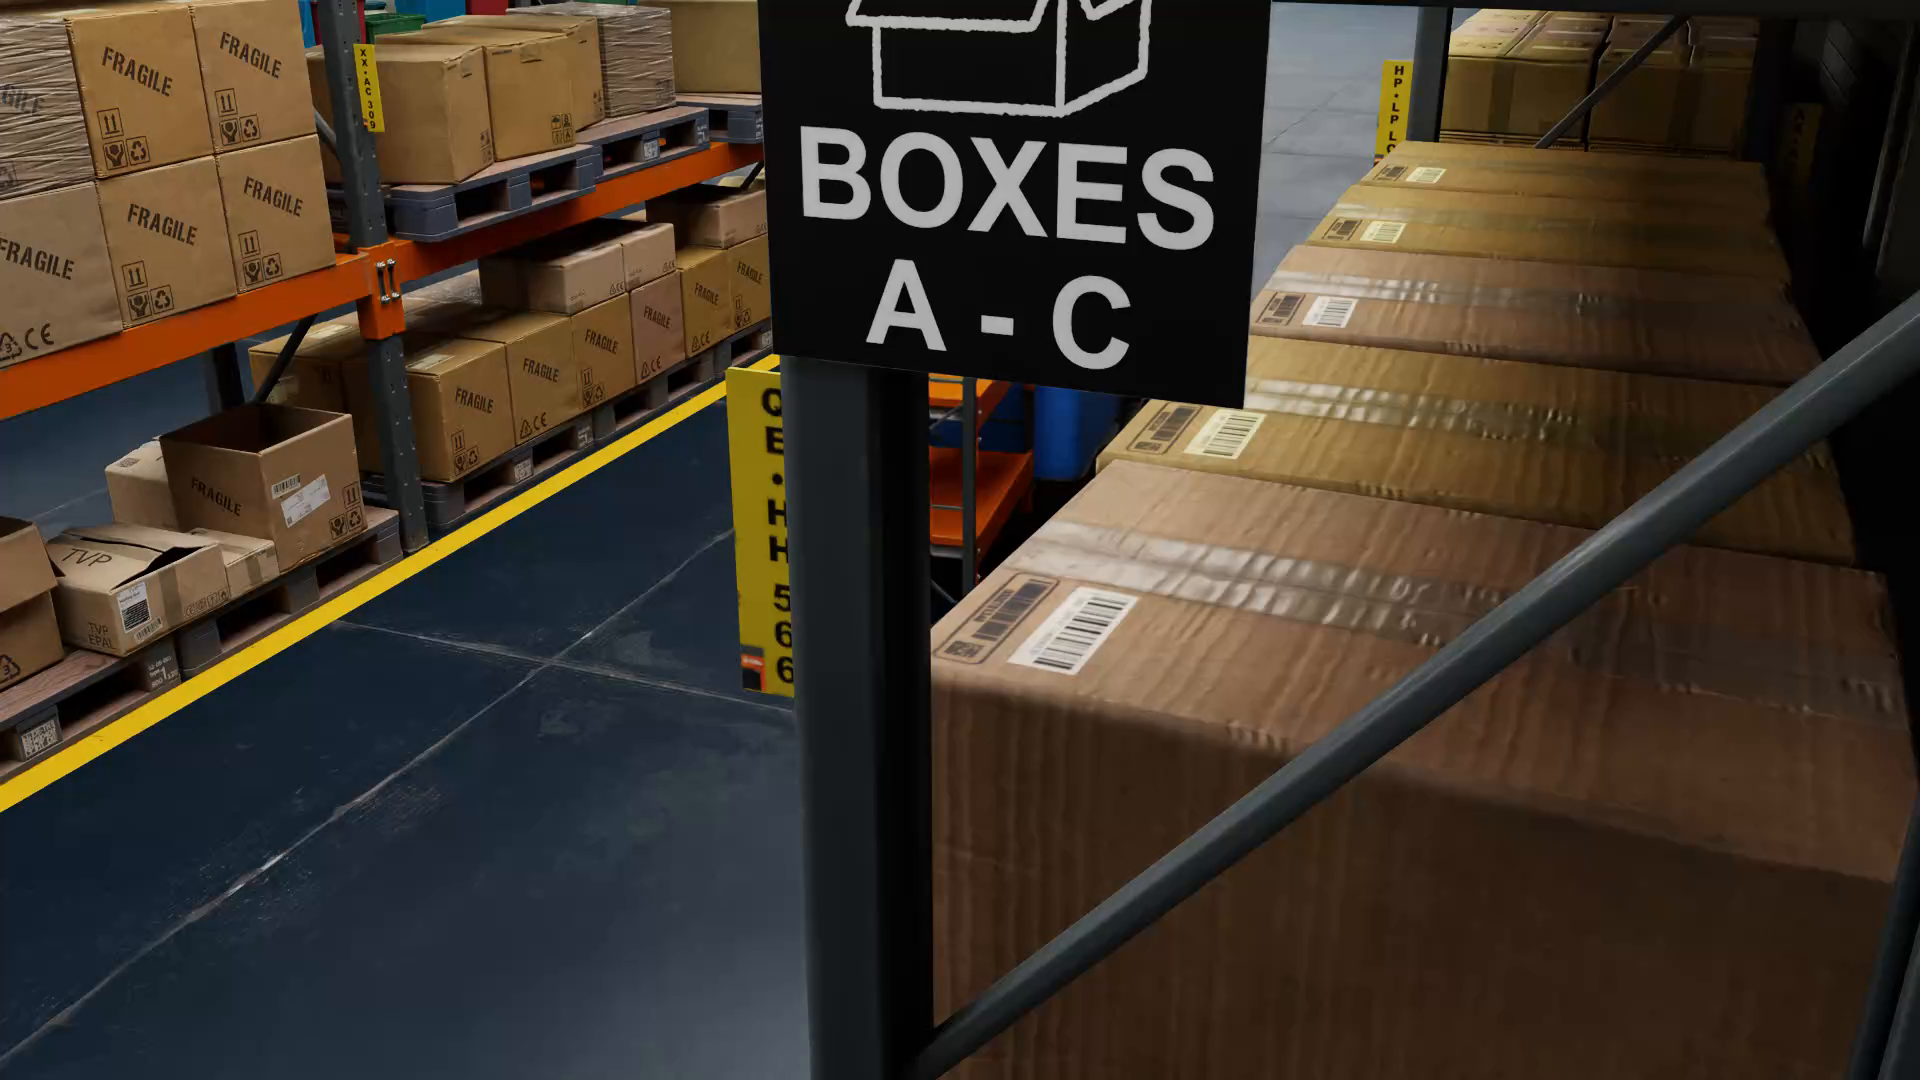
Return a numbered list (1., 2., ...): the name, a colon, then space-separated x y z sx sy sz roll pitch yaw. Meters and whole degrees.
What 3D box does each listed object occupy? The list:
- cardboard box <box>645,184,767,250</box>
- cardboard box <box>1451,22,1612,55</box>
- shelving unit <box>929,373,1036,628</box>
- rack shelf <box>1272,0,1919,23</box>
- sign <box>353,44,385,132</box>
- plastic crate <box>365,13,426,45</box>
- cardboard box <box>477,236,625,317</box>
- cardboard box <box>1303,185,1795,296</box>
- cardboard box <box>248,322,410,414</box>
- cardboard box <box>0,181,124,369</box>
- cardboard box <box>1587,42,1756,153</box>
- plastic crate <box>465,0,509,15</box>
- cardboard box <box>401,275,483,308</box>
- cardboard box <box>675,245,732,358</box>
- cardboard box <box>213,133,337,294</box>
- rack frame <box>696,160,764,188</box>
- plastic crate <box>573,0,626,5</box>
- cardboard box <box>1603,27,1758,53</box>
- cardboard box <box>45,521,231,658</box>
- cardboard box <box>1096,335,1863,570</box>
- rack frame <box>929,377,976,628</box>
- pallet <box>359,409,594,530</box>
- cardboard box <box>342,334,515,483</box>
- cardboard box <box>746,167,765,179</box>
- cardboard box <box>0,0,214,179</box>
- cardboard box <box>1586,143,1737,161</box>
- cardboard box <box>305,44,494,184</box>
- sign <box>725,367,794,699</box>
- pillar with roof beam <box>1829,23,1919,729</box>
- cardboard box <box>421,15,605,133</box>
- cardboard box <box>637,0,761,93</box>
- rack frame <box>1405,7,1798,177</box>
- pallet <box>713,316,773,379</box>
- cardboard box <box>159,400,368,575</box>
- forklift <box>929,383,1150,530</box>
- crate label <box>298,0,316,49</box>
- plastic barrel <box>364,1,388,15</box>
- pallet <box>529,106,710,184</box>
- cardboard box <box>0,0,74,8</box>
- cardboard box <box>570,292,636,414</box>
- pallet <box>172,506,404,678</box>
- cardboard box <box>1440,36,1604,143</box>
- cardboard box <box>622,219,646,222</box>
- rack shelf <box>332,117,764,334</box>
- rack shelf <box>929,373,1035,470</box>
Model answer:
1. cardboard box: -1.441 -1.850 9.486 0.500 0.250 0.500 10 25 22
2. cardboard box: 1.955 -1.628 5.741 0.500 0.250 0.500 9 24 21
3. shelving unit: -0.062 -0.319 6.554 0.538 1.125 1.048 6 23 13
4. rack shelf: 1.077 -1.040 2.890 1.077 0.370 4.000 9 24 20
5. sign: -2.274 -1.736 6.392 0.100 0.325 0.005 9 24 20
6. plastic crate: -4.792 -4.224 13.745 0.450 0.188 0.662 9 24 20
7. cardboard box: -2.003 -1.303 8.178 0.500 0.250 0.500 9 24 20
8. cardboard box: 1.327 -0.390 3.903 0.980 0.700 0.700 8 24 19
9. cardboard box: -2.864 -0.679 7.656 0.500 0.500 0.500 9 24 20
10. cardboard box: -3.107 -0.873 5.319 0.500 0.500 0.500 9 24 21
11. cardboard box: 2.233 -1.370 5.123 0.500 0.250 0.500 10 25 22
12. plastic crate: -4.303 -4.797 14.761 0.402 0.464 0.583 9 24 20
13. cardboard box: -2.485 -1.034 8.506 0.500 0.500 0.500 9 24 21
14. cardboard box: -1.617 -1.339 9.237 0.500 0.500 0.500 8 24 18
15. cardboard box: -2.728 -1.242 6.202 0.500 0.500 0.500 9 24 21
16. rack frame: -1.295 -2.843 10.165 1.000 3.000 0.127 9 24 20
17. plastic crate: -3.640 -5.333 16.400 0.450 0.188 0.662 9 24 20
18. cardboard box: 2.421 -1.558 5.573 0.500 0.250 0.500 9 24 21
19. cardboard box: -3.008 0.139 5.943 0.500 0.311 0.500 9 24 20
20. cardboard box: 0.774 0.143 2.626 0.980 0.700 0.700 9 24 20
21. rack frame: -0.188 -0.129 6.099 0.500 1.125 0.032 6 23 13
22. pallet: -2.514 -0.421 7.985 1.003 0.211 1.213 9 24 20
23. cardboard box: -2.375 -0.599 7.466 0.500 0.500 0.500 8 24 18
24. cardboard box: -1.142 -2.436 11.486 0.500 0.311 0.500 8 24 19
25. cardboard box: -2.916 -1.517 5.564 0.500 0.500 0.500 8 24 19
26. cardboard box: 2.225 -1.025 5.270 0.500 0.500 0.500 8 24 18
27. cardboard box: -2.397 -1.789 6.967 0.700 0.500 0.500 1 23 2
28. sign: -0.165 0.001 1.545 0.100 0.325 0.005 9 24 20
29. pillar with roof beam: -1.634 -3.714 4.466 9.100 9.000 0.400 9 24 20
30. cardboard box: -2.182 -2.293 8.172 0.700 0.500 0.500 3 23 7
31. cardboard box: -1.424 -2.842 9.486 0.700 0.500 0.500 1 23 2
32. rack frame: 1.820 -0.704 5.043 1.000 3.000 0.127 9 24 20
33. pallet: -1.607 -1.295 10.076 1.003 0.211 1.213 9 24 20
34. cardboard box: -2.729 -0.217 6.550 0.500 0.500 0.500 9 24 20
35. forklift: 0.379 -1.926 8.057 1.130 2.935 3.031 6 23 13
36. crate label: -5.272 -3.887 12.617 0.502 0.435 0.616 9 24 20
37. plastic barrel: -5.041 -4.470 14.238 0.301 0.262 0.301 0 23 0
38. pallet: -2.013 -2.058 8.534 1.003 0.211 1.213 9 24 20
39. cardboard box: -3.408 -1.606 5.776 0.500 0.500 0.500 8 24 18
40. cardboard box: -1.994 -0.970 8.352 0.500 0.500 0.500 9 24 21
41. pallet: -3.037 0.121 6.687 1.003 0.211 1.213 9 24 20
42. cardboard box: 1.756 -1.446 5.306 0.500 0.250 0.500 9 24 21
43. cardboard box: -1.919 -1.583 9.819 0.500 0.500 0.500 8 24 18
44. rack shelf: -2.038 -1.795 8.590 1.077 0.370 4.000 9 24 20
45. rack shelf: -0.062 -0.589 6.441 0.538 0.278 1.000 6 23 13
